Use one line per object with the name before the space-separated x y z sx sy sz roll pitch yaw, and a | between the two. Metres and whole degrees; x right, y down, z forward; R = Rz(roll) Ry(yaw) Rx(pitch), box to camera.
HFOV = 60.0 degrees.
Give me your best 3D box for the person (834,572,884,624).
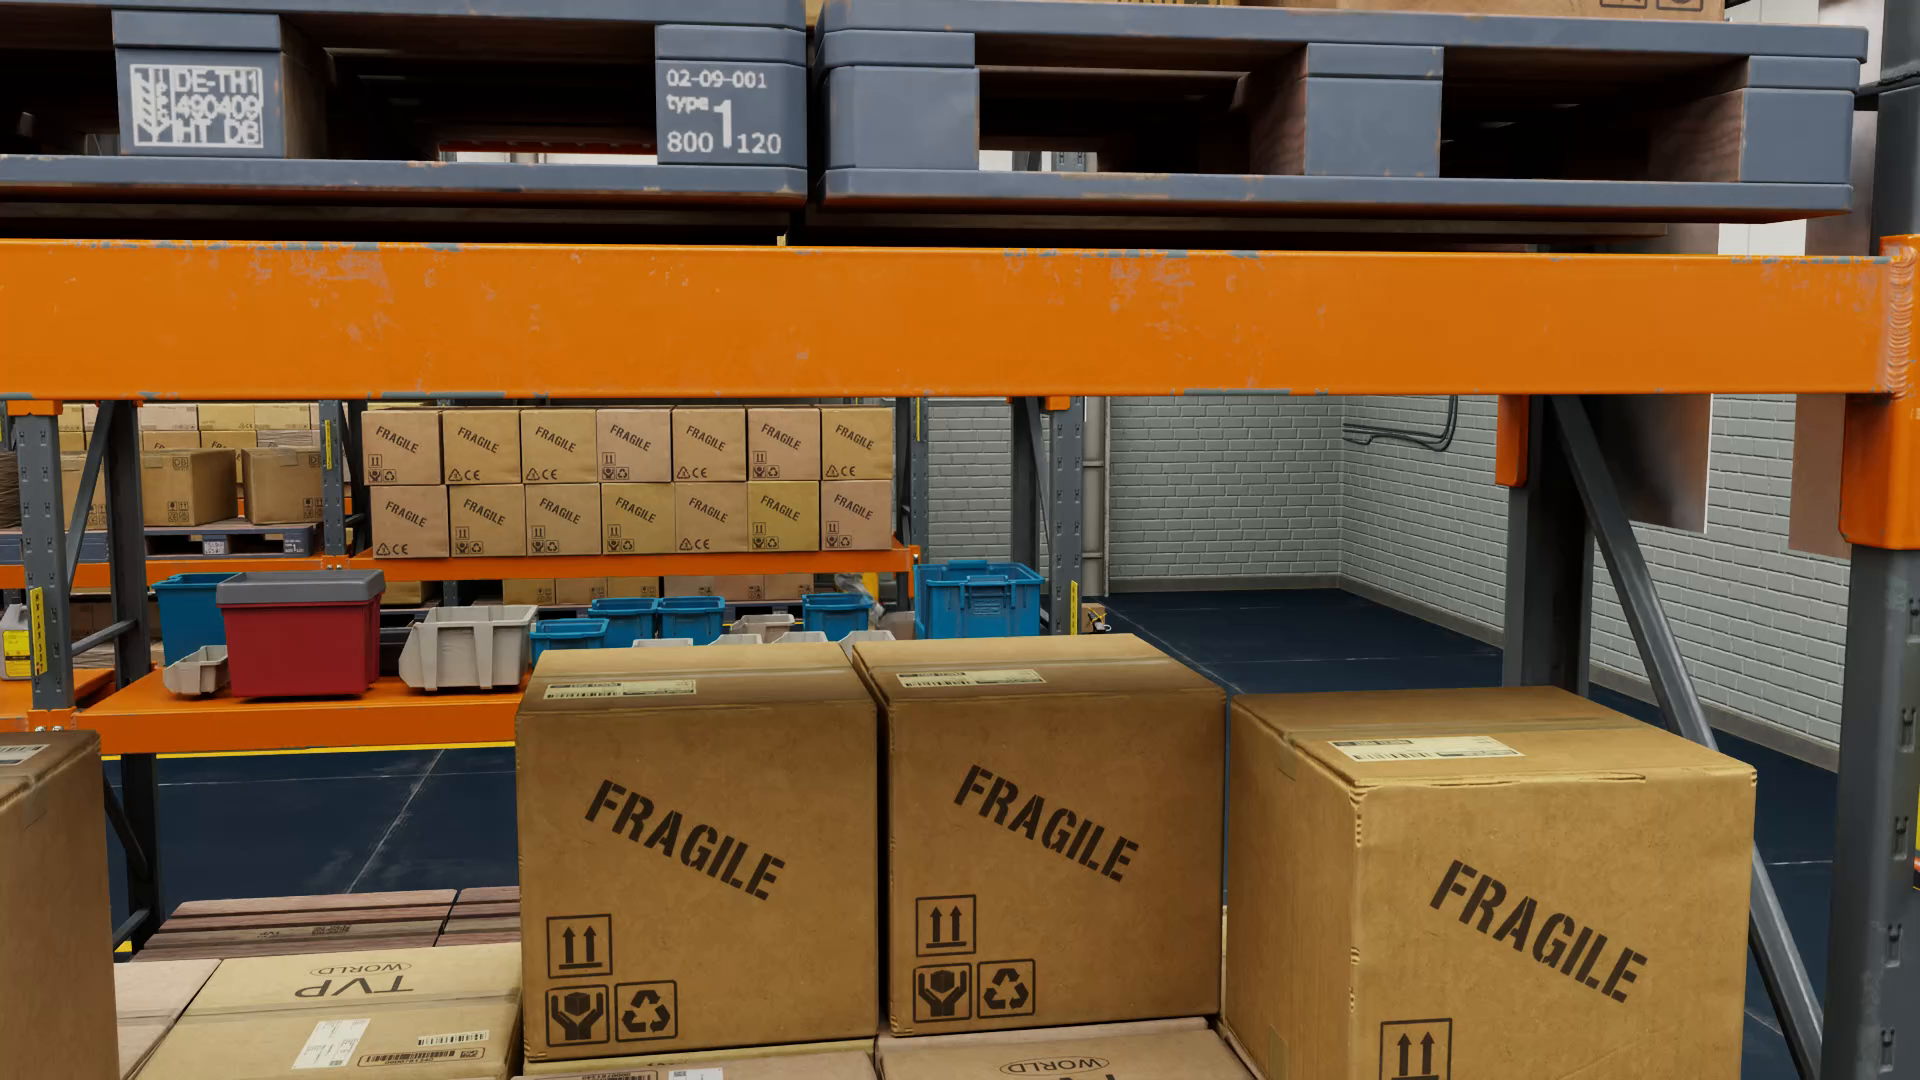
person | -0.974 0.009 15.738 0.480 1.776 0.586 -1 7 -12
